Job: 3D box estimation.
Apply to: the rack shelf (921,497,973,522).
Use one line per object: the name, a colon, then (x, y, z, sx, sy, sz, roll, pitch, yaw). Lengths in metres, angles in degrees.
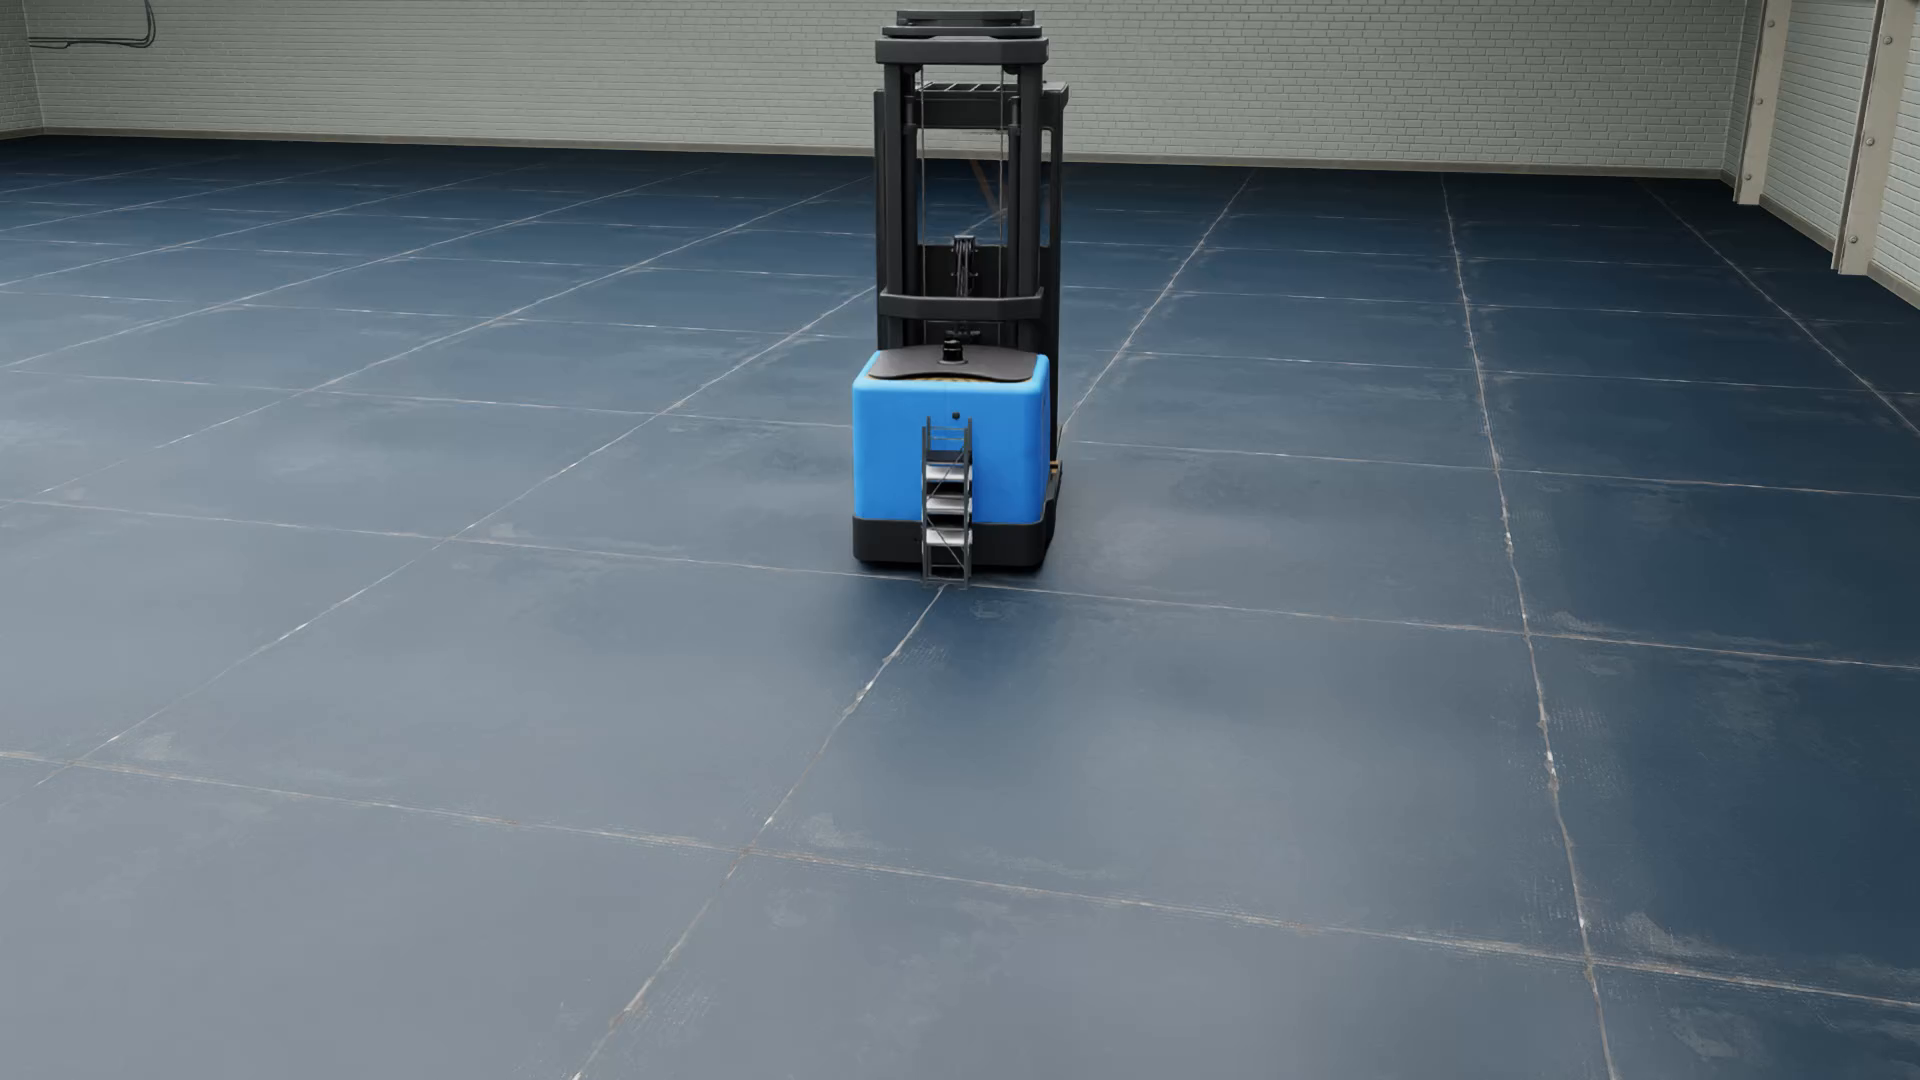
rack shelf: (-0.068, -0.161, 8.869, 0.258, 0.077, 0.200, 2, 19, 6)

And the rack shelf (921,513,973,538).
rack shelf: (-0.068, -0.075, 8.898, 0.258, 0.077, 0.200, 2, 19, 6)

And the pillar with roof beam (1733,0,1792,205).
pillar with roof beam: (7.118, -9.440, 23.403, 9.100, 9.000, 0.400, 5, 19, 13)

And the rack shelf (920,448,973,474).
rack shelf: (-0.068, -0.416, 8.782, 0.258, 0.077, 0.200, 2, 19, 6)

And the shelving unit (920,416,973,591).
shelving unit: (-0.068, -0.192, 8.858, 0.258, 0.900, 0.210, 2, 19, 6)

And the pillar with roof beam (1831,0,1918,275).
pillar with roof beam: (5.652, -7.559, 17.897, 9.100, 9.000, 0.400, 5, 19, 13)

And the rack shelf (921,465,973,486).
rack shelf: (-0.068, -0.331, 8.811, 0.258, 0.077, 0.200, 2, 19, 6)

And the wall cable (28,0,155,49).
wall cable: (-17.251, -10.937, 32.590, 3.097, 2.526, 0.112, 5, 19, 13)

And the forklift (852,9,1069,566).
forklift: (0.074, -1.676, 10.060, 1.130, 2.935, 3.031, 2, 19, 6)

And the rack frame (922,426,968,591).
rack frame: (-0.079, -0.159, 8.762, 0.240, 0.900, 0.006, 2, 19, 6)

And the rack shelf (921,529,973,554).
rack shelf: (-0.068, 0.010, 8.927, 0.258, 0.077, 0.200, 2, 19, 6)

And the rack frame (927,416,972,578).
rack frame: (-0.058, -0.225, 8.954, 0.240, 0.900, 0.006, 2, 19, 6)

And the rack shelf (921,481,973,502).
rack shelf: (-0.068, -0.246, 8.840, 0.258, 0.077, 0.200, 2, 19, 6)
